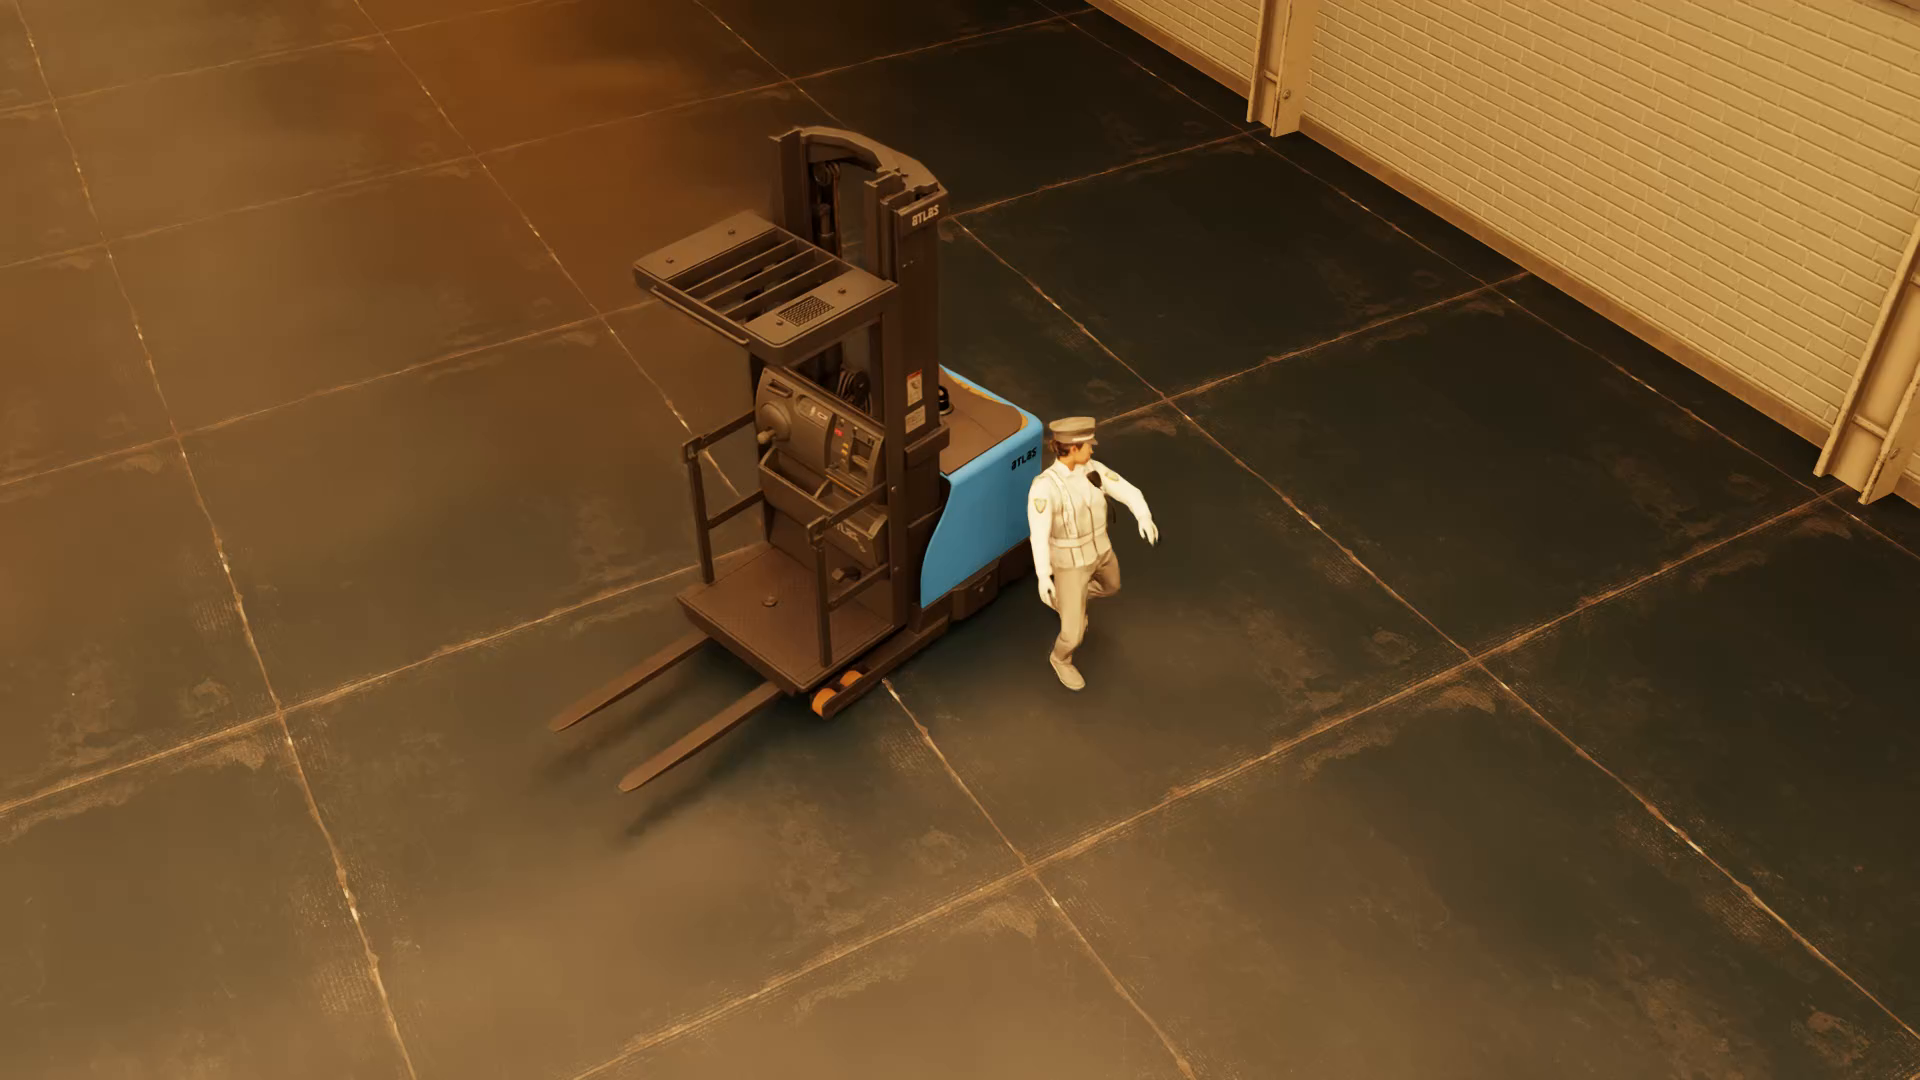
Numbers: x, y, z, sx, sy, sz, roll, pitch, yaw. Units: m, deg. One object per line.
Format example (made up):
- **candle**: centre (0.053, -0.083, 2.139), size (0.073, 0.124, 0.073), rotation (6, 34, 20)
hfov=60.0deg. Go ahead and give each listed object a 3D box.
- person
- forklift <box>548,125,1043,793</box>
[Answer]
- **person**: centre (0.639, 0.150, 8.984), size (0.826, 1.541, 0.810), rotation (29, 48, 30)
- **forklift**: centre (-0.893, -0.520, 8.663), size (1.130, 2.935, 3.031), rotation (32, 49, 32)
